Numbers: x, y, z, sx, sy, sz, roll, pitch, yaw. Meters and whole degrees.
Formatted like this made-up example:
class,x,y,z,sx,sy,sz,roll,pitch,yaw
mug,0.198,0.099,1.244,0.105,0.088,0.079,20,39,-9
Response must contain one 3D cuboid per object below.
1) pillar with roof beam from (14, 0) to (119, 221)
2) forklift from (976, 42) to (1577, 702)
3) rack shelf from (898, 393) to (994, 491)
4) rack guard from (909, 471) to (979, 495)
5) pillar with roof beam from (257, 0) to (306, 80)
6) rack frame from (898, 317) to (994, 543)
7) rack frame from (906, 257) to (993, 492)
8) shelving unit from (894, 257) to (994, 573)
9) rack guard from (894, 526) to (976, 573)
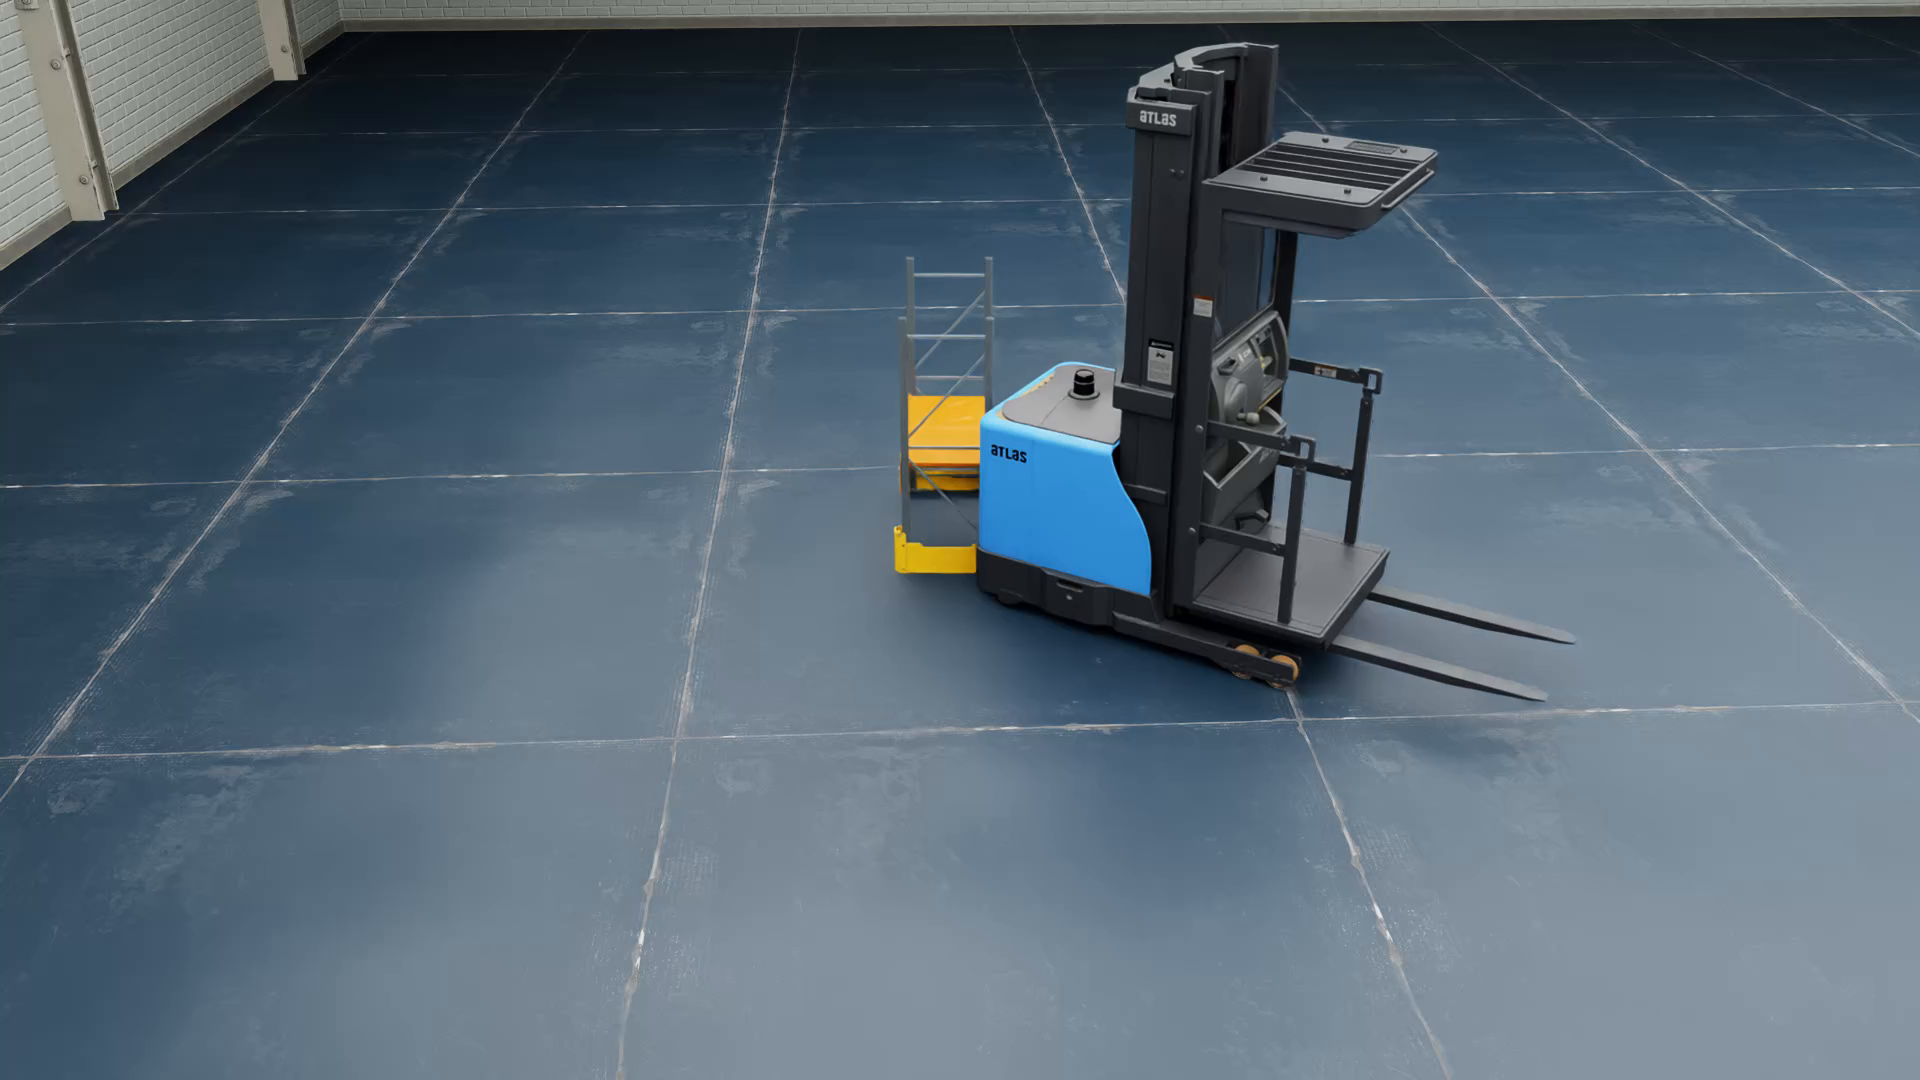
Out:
class,x,y,z,sx,sy,sz,roll,pitch,yaw
pillar with roof beam,-3.828,-7.151,13.730,9.100,9.000,0.400,-1,28,-3
forklift,1.619,-0.835,8.181,3.031,2.935,1.130,15,31,27
rack shelf,-0.067,-0.576,9.621,0.538,0.185,1.000,0,28,1
rack guard,-0.061,-0.407,10.260,0.587,0.250,0.087,0,28,1
pillar with roof beam,-4.142,-9.922,19.043,9.100,9.000,0.400,-1,28,-3
rack frame,-0.073,-0.500,9.087,0.500,1.500,0.032,0,28,1
rack frame,-0.061,-0.970,9.988,0.500,1.500,0.032,0,28,1
shelving unit,-0.067,-0.731,9.529,0.587,1.500,1.083,0,28,1
rack guard,-0.073,0.054,9.377,0.587,0.250,0.087,0,28,1
